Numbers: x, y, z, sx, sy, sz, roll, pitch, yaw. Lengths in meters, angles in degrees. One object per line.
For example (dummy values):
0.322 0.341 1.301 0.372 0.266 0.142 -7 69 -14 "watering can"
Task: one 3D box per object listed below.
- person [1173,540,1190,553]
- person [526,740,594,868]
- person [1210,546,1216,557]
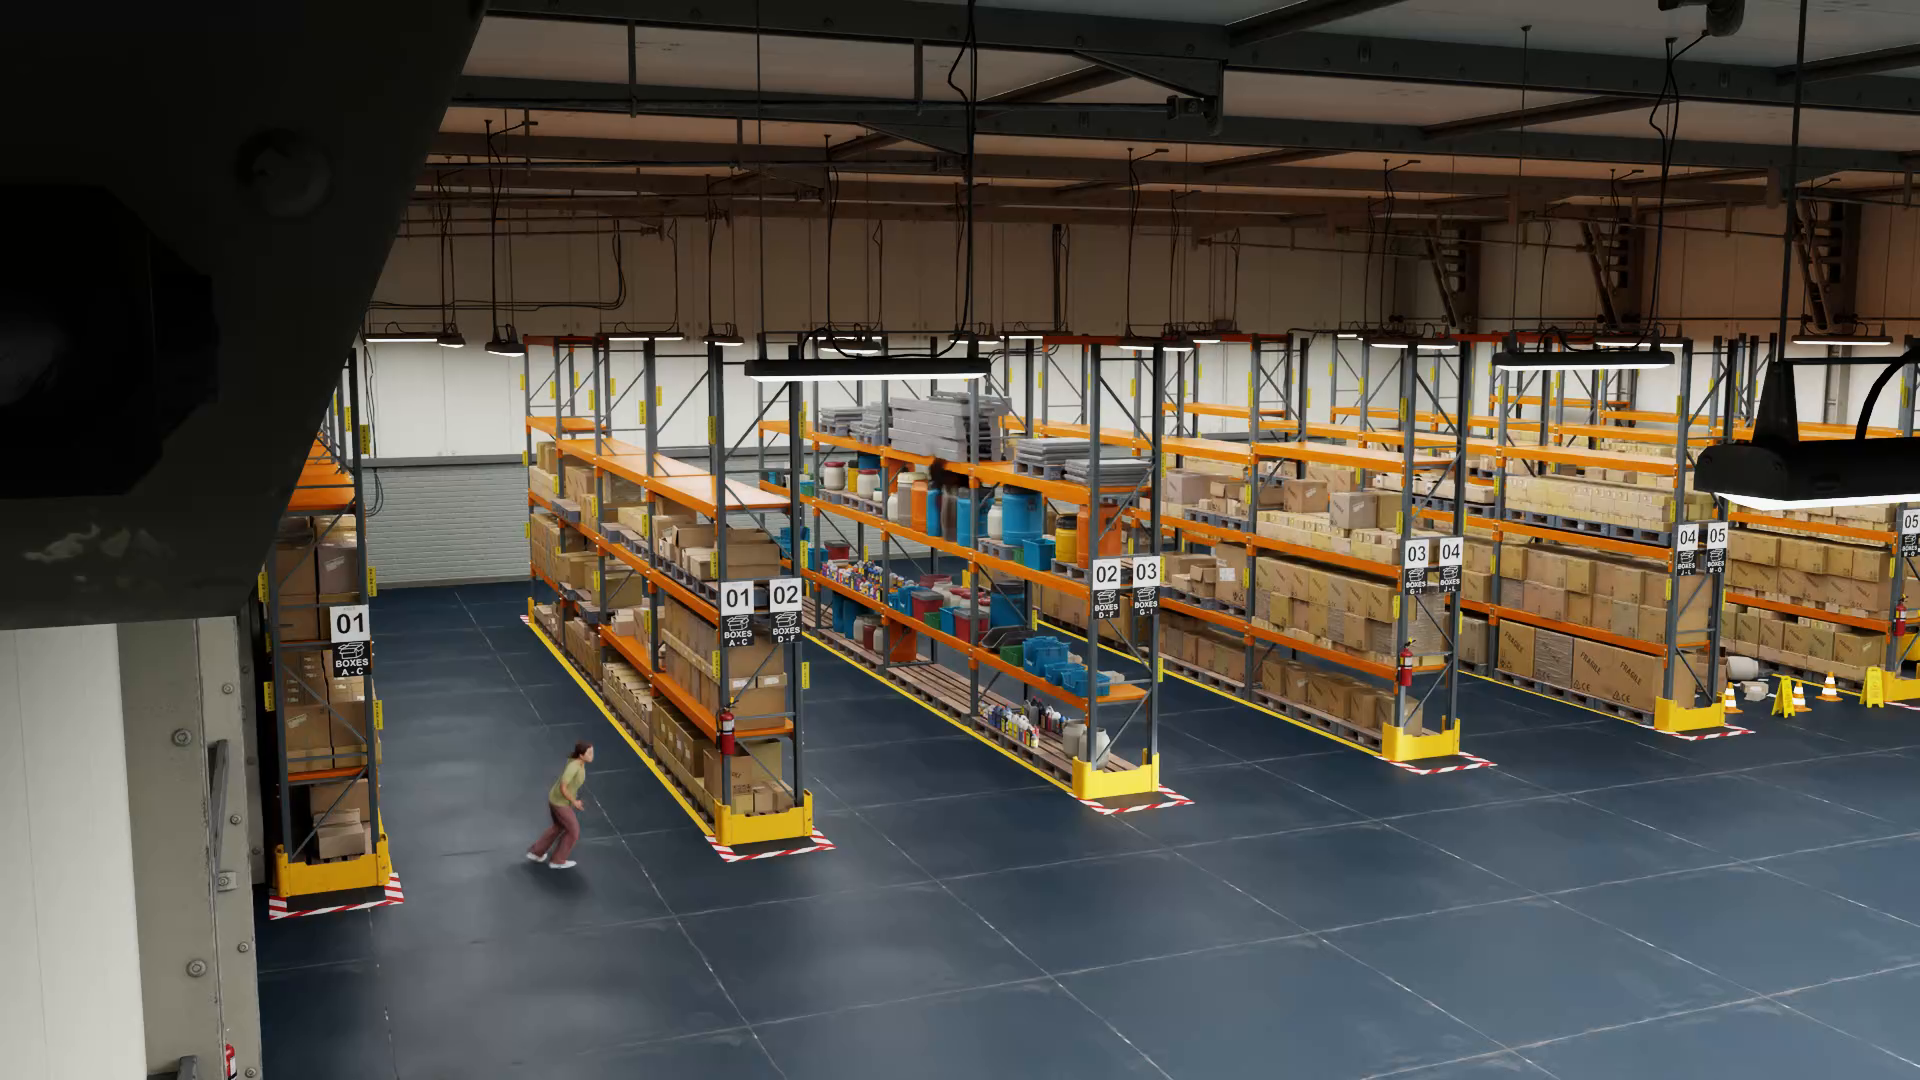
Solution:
5.655 0.028 41.642 0.678 1.575 0.525 -1 8 -5 "person"
-4.612 3.040 19.165 0.807 1.528 0.603 -1 8 -11 "person"
6.806 -0.311 43.724 0.854 1.645 0.570 -7 10 -41 "person"
